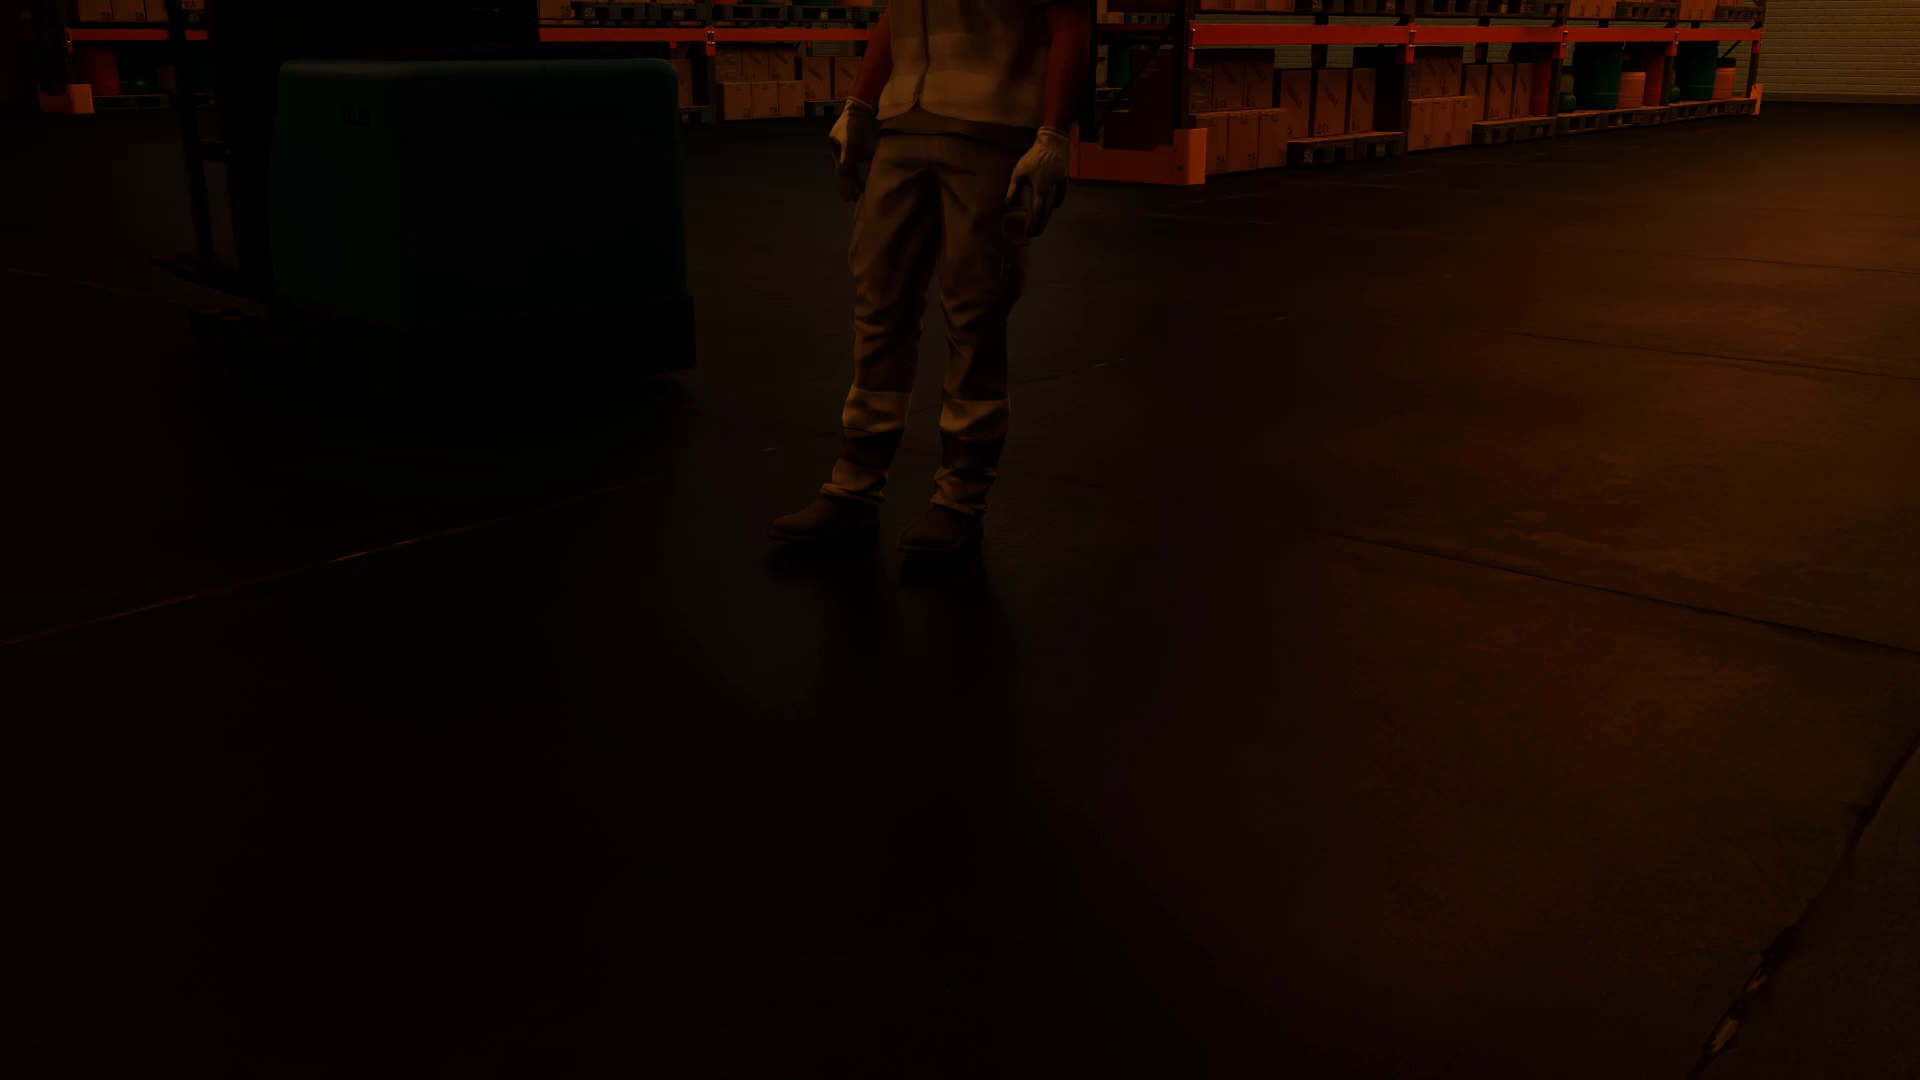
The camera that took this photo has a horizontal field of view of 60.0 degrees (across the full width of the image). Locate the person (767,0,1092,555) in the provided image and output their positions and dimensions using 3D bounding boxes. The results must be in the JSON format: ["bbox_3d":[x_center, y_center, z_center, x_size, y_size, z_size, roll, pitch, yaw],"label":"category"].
[{"bbox_3d":[-0.061,-0.847,3.628,0.637,1.790,0.562,13,21,37],"label":"person"}]

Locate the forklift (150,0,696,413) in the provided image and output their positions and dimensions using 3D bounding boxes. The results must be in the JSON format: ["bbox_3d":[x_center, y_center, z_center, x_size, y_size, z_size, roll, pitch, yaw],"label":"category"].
[{"bbox_3d":[-2.251,-2.150,5.978,1.130,2.935,3.031,-15,22,-40],"label":"forklift"}]
